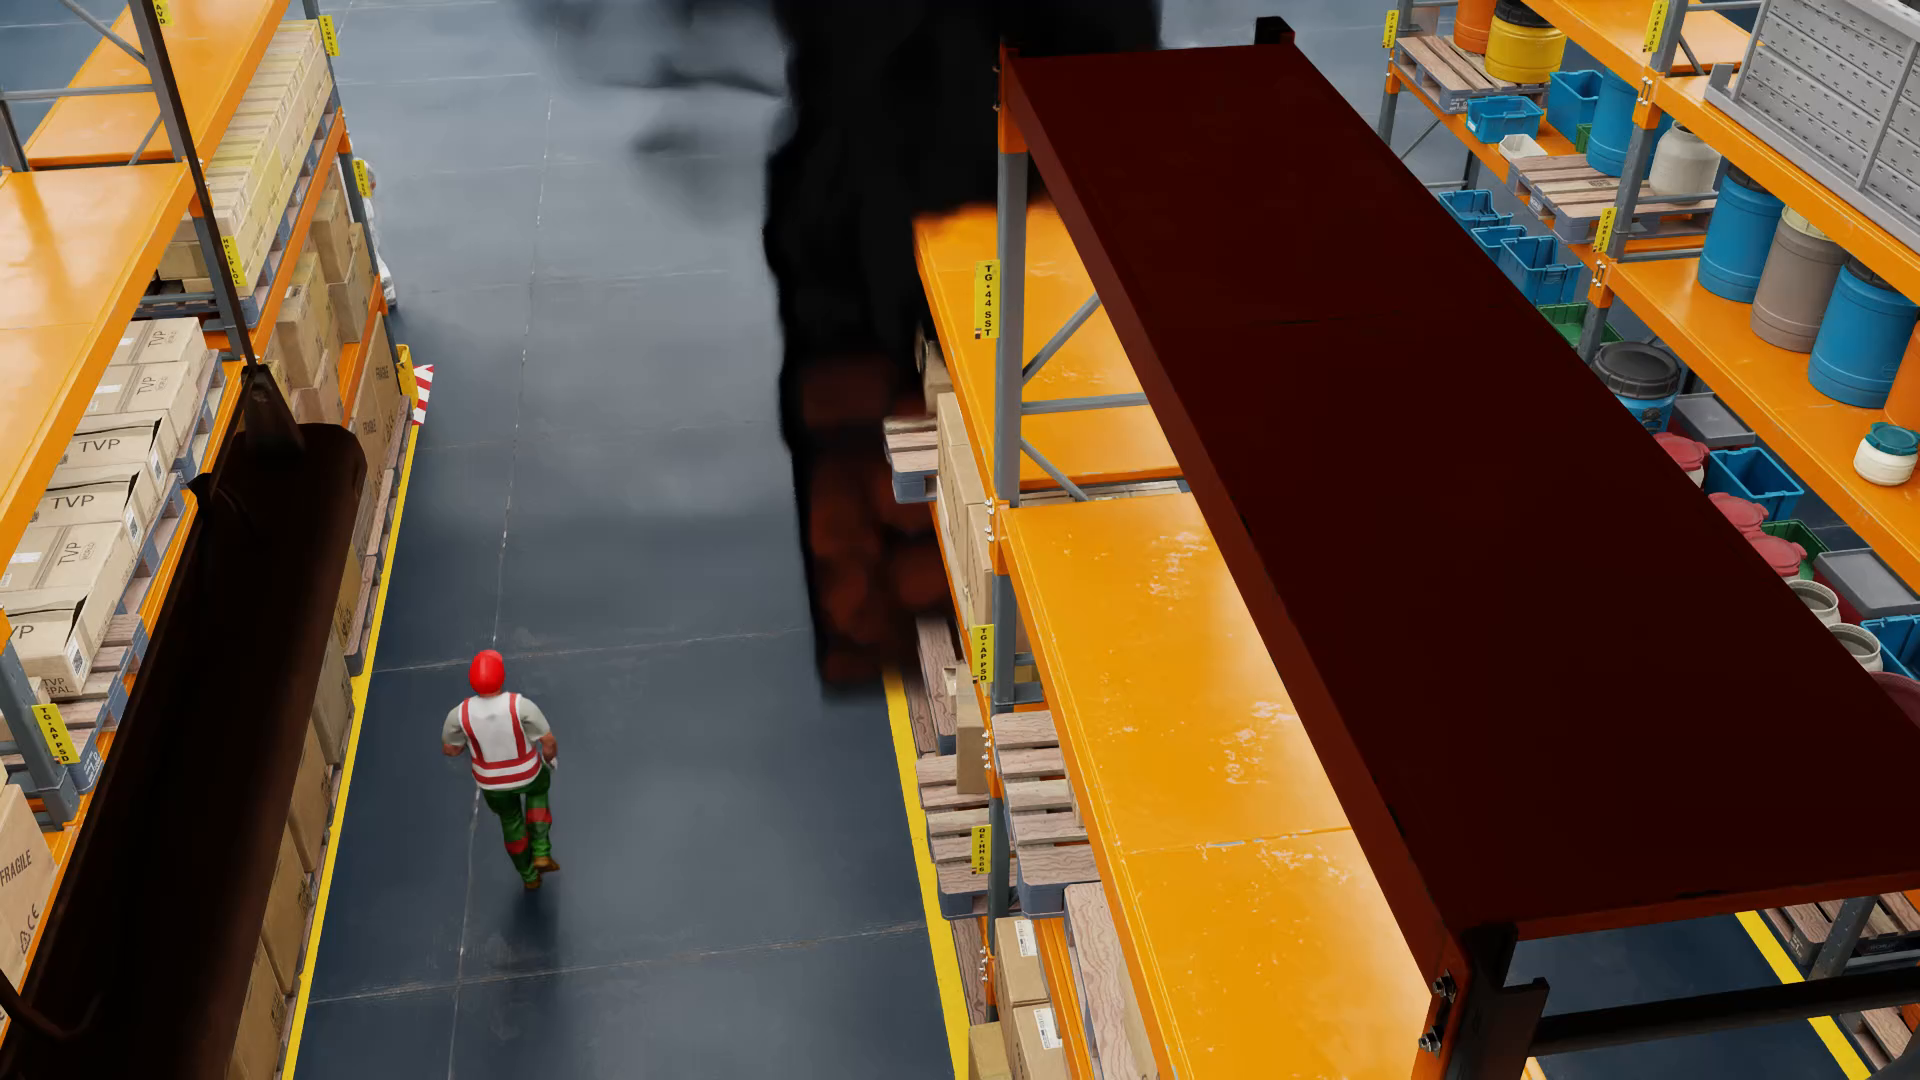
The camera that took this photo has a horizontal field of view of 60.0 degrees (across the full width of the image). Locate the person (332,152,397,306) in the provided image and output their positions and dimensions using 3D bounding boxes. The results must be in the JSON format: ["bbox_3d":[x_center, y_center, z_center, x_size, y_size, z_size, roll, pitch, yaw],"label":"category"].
[{"bbox_3d":[-5.970,-3.151,16.254,0.759,1.735,0.690,30,46,34],"label":"person"}]

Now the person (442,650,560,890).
[{"bbox_3d":[-2.749,1.378,10.099,0.668,1.749,0.583,-8,37,-10],"label":"person"}]
